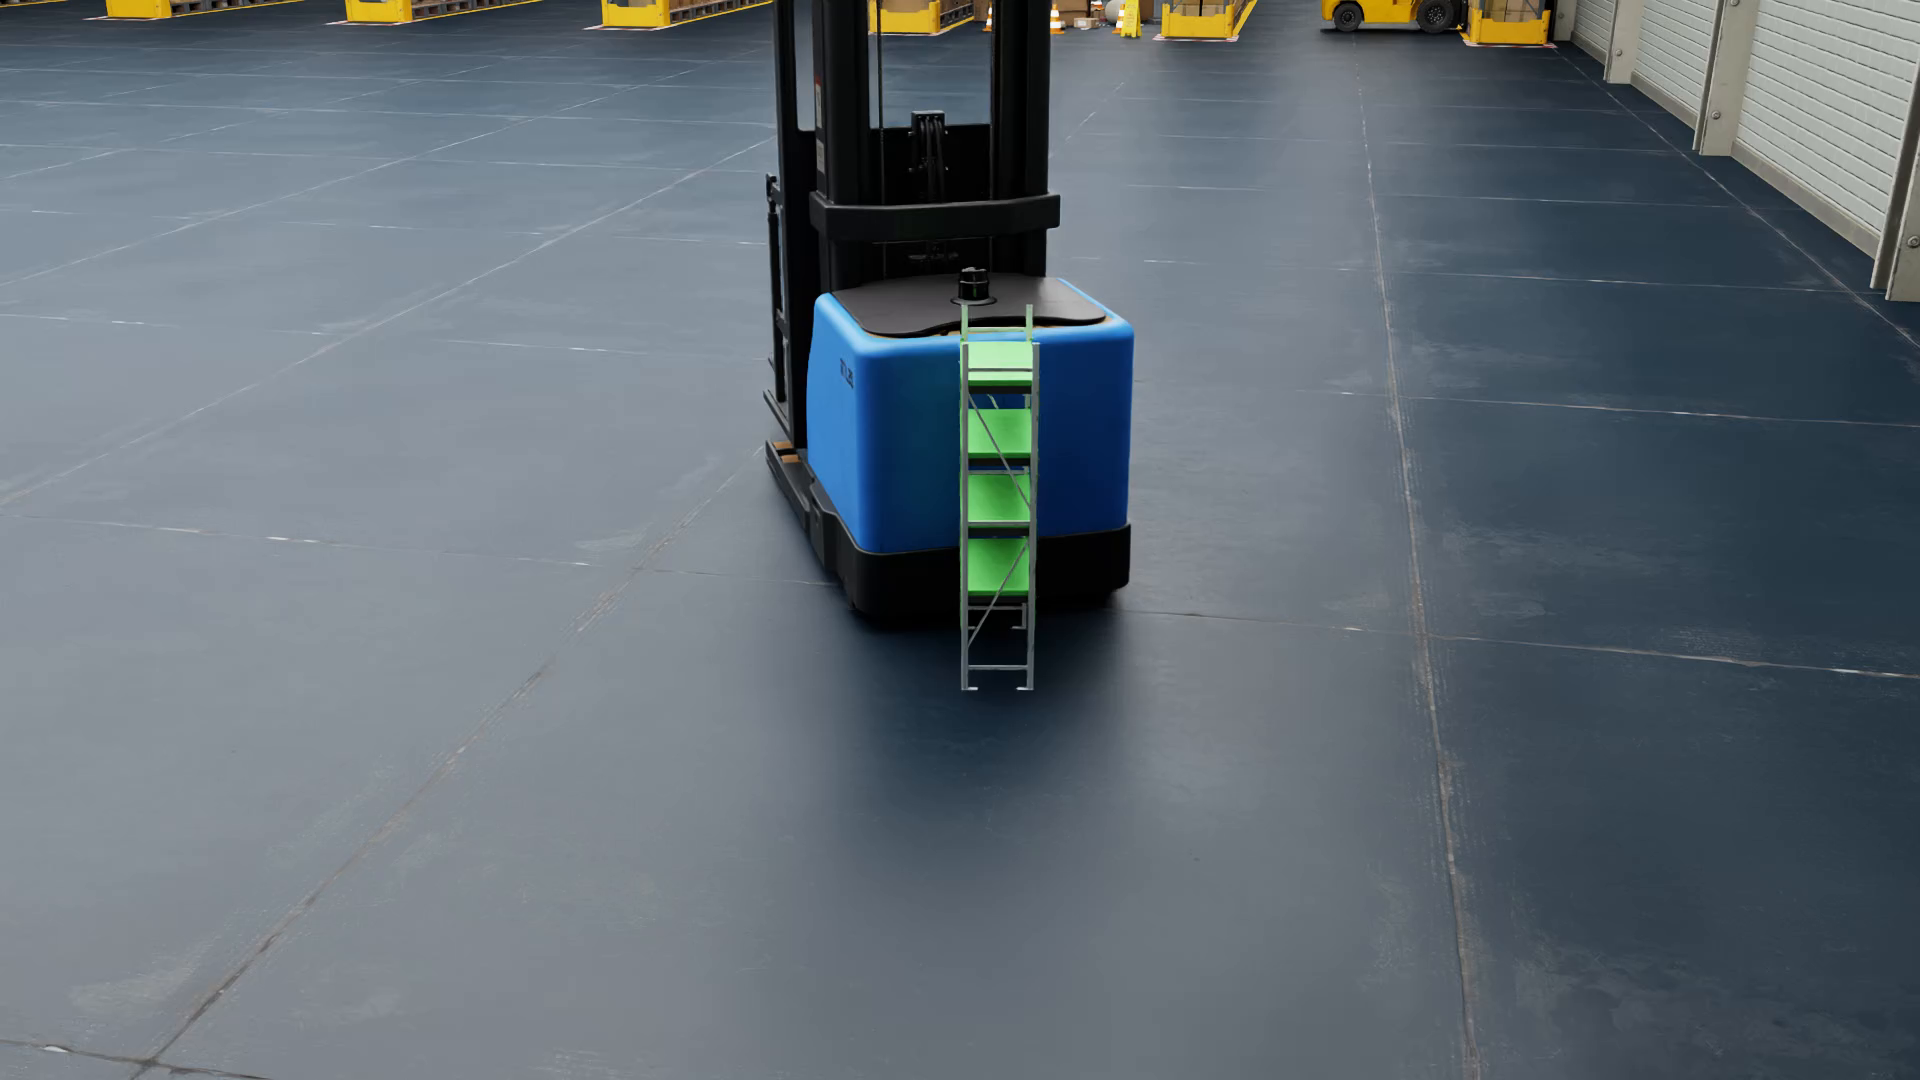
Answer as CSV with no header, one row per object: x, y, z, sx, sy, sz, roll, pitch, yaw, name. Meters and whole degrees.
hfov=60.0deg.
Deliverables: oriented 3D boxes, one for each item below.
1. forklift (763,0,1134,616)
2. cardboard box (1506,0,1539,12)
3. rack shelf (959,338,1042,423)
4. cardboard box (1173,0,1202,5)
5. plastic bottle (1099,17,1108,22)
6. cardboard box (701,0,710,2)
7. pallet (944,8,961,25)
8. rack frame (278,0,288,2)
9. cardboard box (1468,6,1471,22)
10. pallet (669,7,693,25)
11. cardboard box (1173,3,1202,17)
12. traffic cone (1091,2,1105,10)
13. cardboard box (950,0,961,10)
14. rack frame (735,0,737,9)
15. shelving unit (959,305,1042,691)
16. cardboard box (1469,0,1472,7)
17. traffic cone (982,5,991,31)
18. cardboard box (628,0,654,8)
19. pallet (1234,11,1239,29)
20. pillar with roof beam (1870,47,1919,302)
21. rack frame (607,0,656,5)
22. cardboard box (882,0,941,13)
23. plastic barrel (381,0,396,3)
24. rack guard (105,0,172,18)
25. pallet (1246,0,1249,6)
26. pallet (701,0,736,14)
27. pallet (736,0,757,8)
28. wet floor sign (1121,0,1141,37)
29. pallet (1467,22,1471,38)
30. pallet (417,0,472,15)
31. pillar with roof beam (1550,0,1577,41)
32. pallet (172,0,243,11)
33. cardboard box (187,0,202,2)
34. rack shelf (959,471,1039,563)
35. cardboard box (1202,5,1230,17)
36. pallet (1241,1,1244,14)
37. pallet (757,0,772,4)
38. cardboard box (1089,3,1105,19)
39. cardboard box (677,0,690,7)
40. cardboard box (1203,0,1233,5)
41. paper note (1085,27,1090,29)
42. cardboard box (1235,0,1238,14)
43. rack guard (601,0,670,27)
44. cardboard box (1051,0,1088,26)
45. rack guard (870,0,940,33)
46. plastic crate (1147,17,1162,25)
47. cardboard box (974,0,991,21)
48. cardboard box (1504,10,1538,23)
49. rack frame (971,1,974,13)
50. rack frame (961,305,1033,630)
-0.254,-1.606,6.918,1.130,2.935,3.031,-6,23,-15,forklift
9.093,-8.695,26.877,0.500,0.250,0.500,5,22,12,cardboard box
0.126,-0.528,5.445,0.258,0.148,0.480,0,22,0,rack shelf
3.842,-9.345,28.155,0.500,0.500,0.500,5,22,11,cardboard box
2.651,-9.535,30.448,0.133,0.061,0.283,8,23,20,plastic bottle
-5.181,-10.665,32.103,0.500,0.500,0.500,12,25,28,cardboard box
-0.595,-9.555,30.295,1.003,0.211,1.213,4,22,11,pallet
-14.648,-12.739,34.470,1.000,3.000,0.127,4,22,11,rack frame
8.691,-8.684,27.519,0.500,0.250,0.500,4,22,11,cardboard box
-5.552,-9.549,30.280,1.003,0.211,1.213,4,22,11,pallet
3.840,-9.009,28.325,0.500,0.250,0.500,4,22,11,cardboard box
2.713,-10.793,33.033,0.336,0.463,0.334,4,22,11,traffic cone
-0.493,-10.222,30.502,0.875,0.875,0.875,5,22,11,cardboard box
-4.951,-11.983,32.591,1.000,3.000,0.127,4,22,11,rack frame
0.126,-0.142,5.601,0.258,1.200,0.503,0,22,0,shelving unit
8.700,-8.923,27.444,0.500,0.250,0.500,4,22,10,cardboard box
0.566,-9.014,28.616,0.336,0.463,0.334,4,22,11,traffic cone
-5.624,-9.782,29.911,0.500,0.500,0.500,9,24,21,cardboard box
4.401,-9.238,29.509,1.003,0.211,1.213,4,22,11,pallet
1.931,-6.101,9.958,9.100,9.000,0.400,4,22,11,pillar with roof beam
-5.767,-10.520,28.959,1.000,3.000,0.127,4,22,11,rack frame
-0.859,-9.567,28.875,0.875,0.875,0.875,5,22,11,cardboard box
-10.557,-10.185,30.895,0.421,0.512,0.421,0,22,0,plastic barrel
-15.469,-10.108,31.283,1.175,0.500,0.348,4,22,11,rack guard
5.406,-11.111,34.160,1.003,0.211,1.213,4,22,11,pallet
-5.054,-10.441,32.496,1.003,0.211,1.213,4,22,11,pallet
-4.794,-10.974,33.820,1.003,0.211,1.213,4,22,11,pallet
2.848,-8.684,27.553,0.267,0.644,0.232,13,25,29,wet floor sign
8.909,-8.377,27.370,1.003,0.211,1.213,4,22,11,pallet
-10.225,-10.377,32.337,1.003,0.211,1.213,4,22,11,pallet
5.604,-12.684,26.303,9.100,9.000,0.400,4,22,11,pillar with roof beam
-15.098,-10.711,33.165,1.003,0.211,1.213,4,22,11,pallet
-15.039,-10.558,32.172,0.500,0.250,0.500,4,22,11,cardboard box
0.126,-0.083,5.625,0.258,0.148,0.480,0,22,0,rack shelf
4.369,-8.958,28.199,0.500,0.250,0.500,4,22,10,cardboard box
4.908,-10.219,31.944,1.003,0.211,1.213,4,22,11,pallet
-4.547,-11.422,34.931,1.003,0.211,1.213,4,22,11,pallet
2.483,-9.825,30.893,0.258,0.266,0.396,-11,25,-26,cardboard box
-5.389,-10.231,31.026,0.500,0.500,0.500,7,23,16,cardboard box
4.374,-9.314,28.080,0.500,0.500,0.500,4,22,9,cardboard box
2.178,-8.885,28.873,0.148,0.019,0.142,-3,22,-8,paper note
4.580,-9.344,29.159,0.500,0.250,0.500,6,23,15,cardboard box
-5.752,-9.388,29.495,1.175,0.500,0.348,4,22,11,rack guard
1.814,-9.442,29.624,0.797,0.503,0.637,-11,25,-26,cardboard box
-0.937,-8.937,28.374,1.175,0.500,0.348,4,22,11,rack guard
3.627,-9.361,29.991,0.402,0.080,0.583,-3,22,-8,plastic crate
0.572,-9.763,30.423,0.500,0.500,0.500,8,23,20,cardboard box
9.086,-8.471,26.991,0.500,0.250,0.500,5,22,11,cardboard box
-0.116,-11.568,31.561,1.000,3.000,0.127,4,22,11,rack frame
0.125,-0.233,5.827,0.240,1.200,0.015,0,22,0,rack frame
